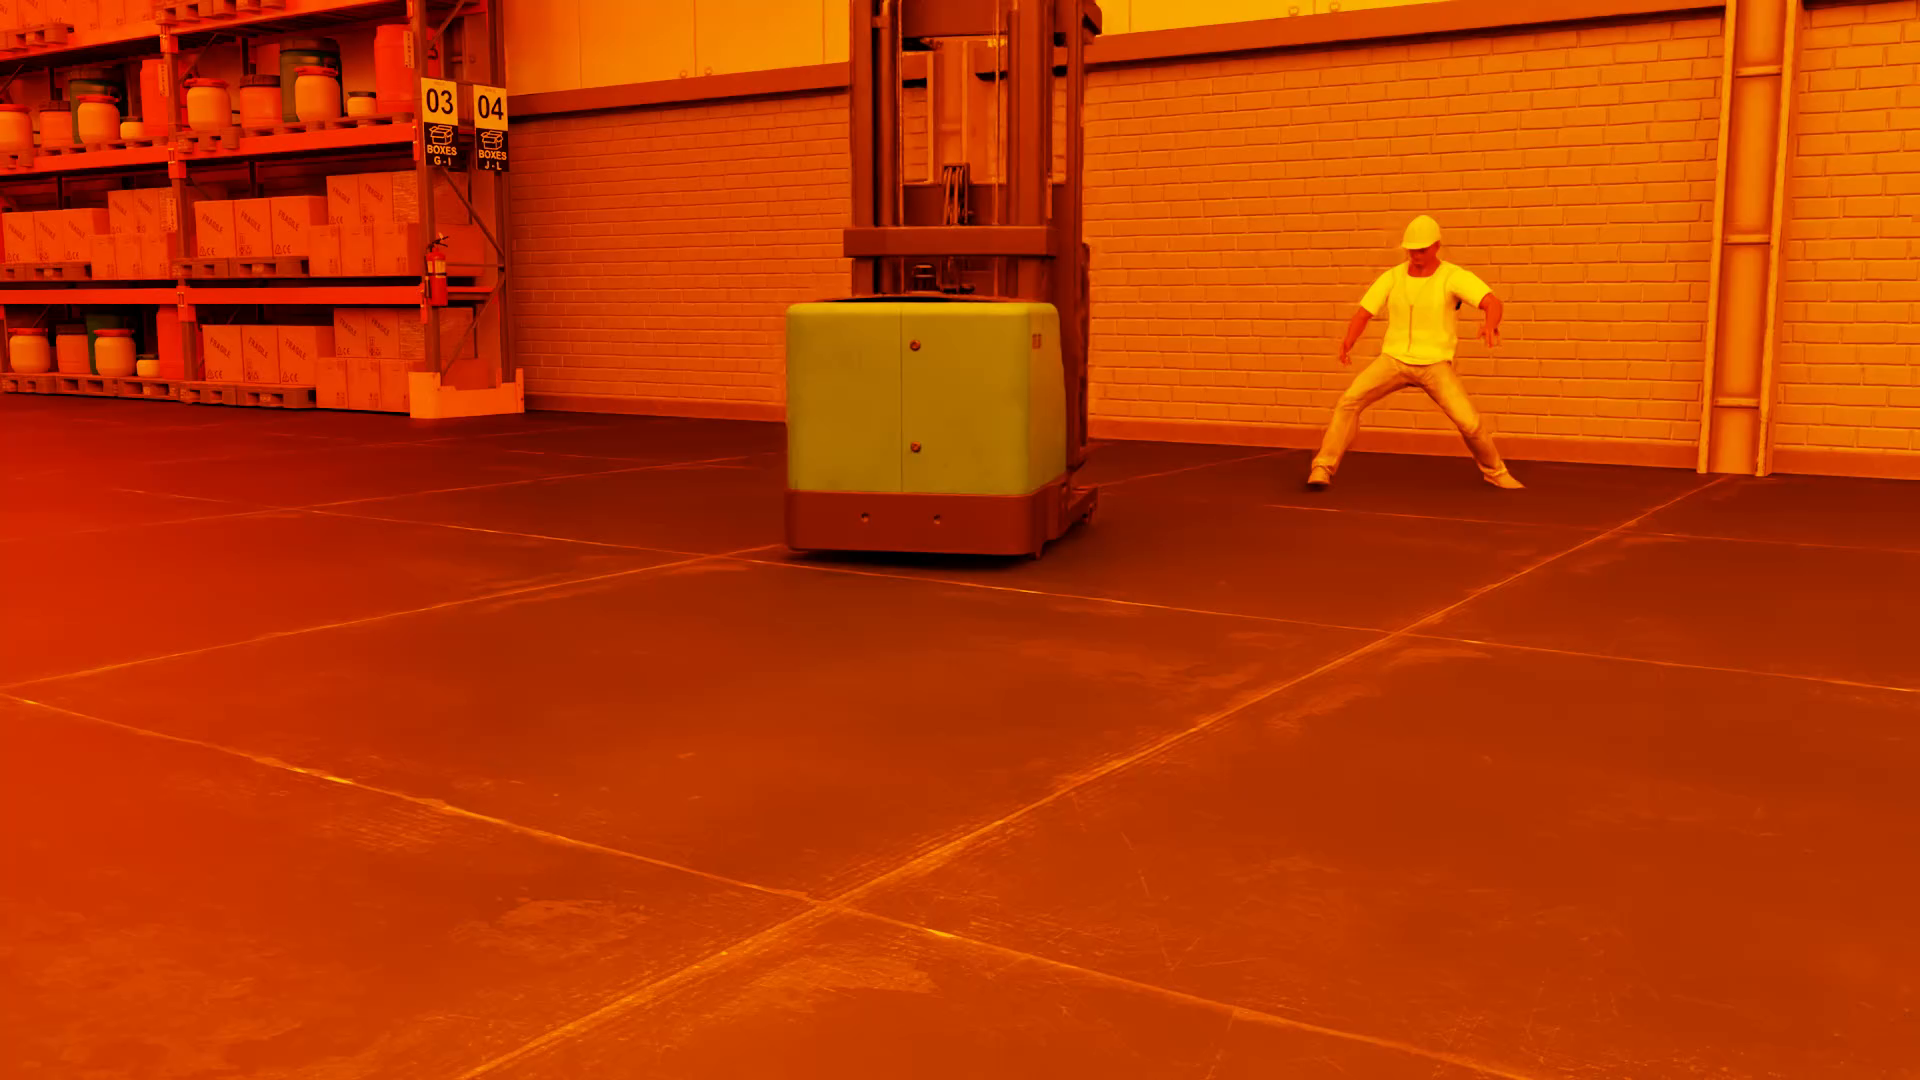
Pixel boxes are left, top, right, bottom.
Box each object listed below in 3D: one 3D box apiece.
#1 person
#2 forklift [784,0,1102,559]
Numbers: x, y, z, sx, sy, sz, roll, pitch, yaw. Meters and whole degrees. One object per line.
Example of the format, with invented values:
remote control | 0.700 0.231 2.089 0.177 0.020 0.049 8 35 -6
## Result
person | 2.668 -1.068 9.627 1.073 1.599 0.979 6 10 35
forklift | 0.080 -1.539 8.018 1.130 2.935 3.031 2 8 12
